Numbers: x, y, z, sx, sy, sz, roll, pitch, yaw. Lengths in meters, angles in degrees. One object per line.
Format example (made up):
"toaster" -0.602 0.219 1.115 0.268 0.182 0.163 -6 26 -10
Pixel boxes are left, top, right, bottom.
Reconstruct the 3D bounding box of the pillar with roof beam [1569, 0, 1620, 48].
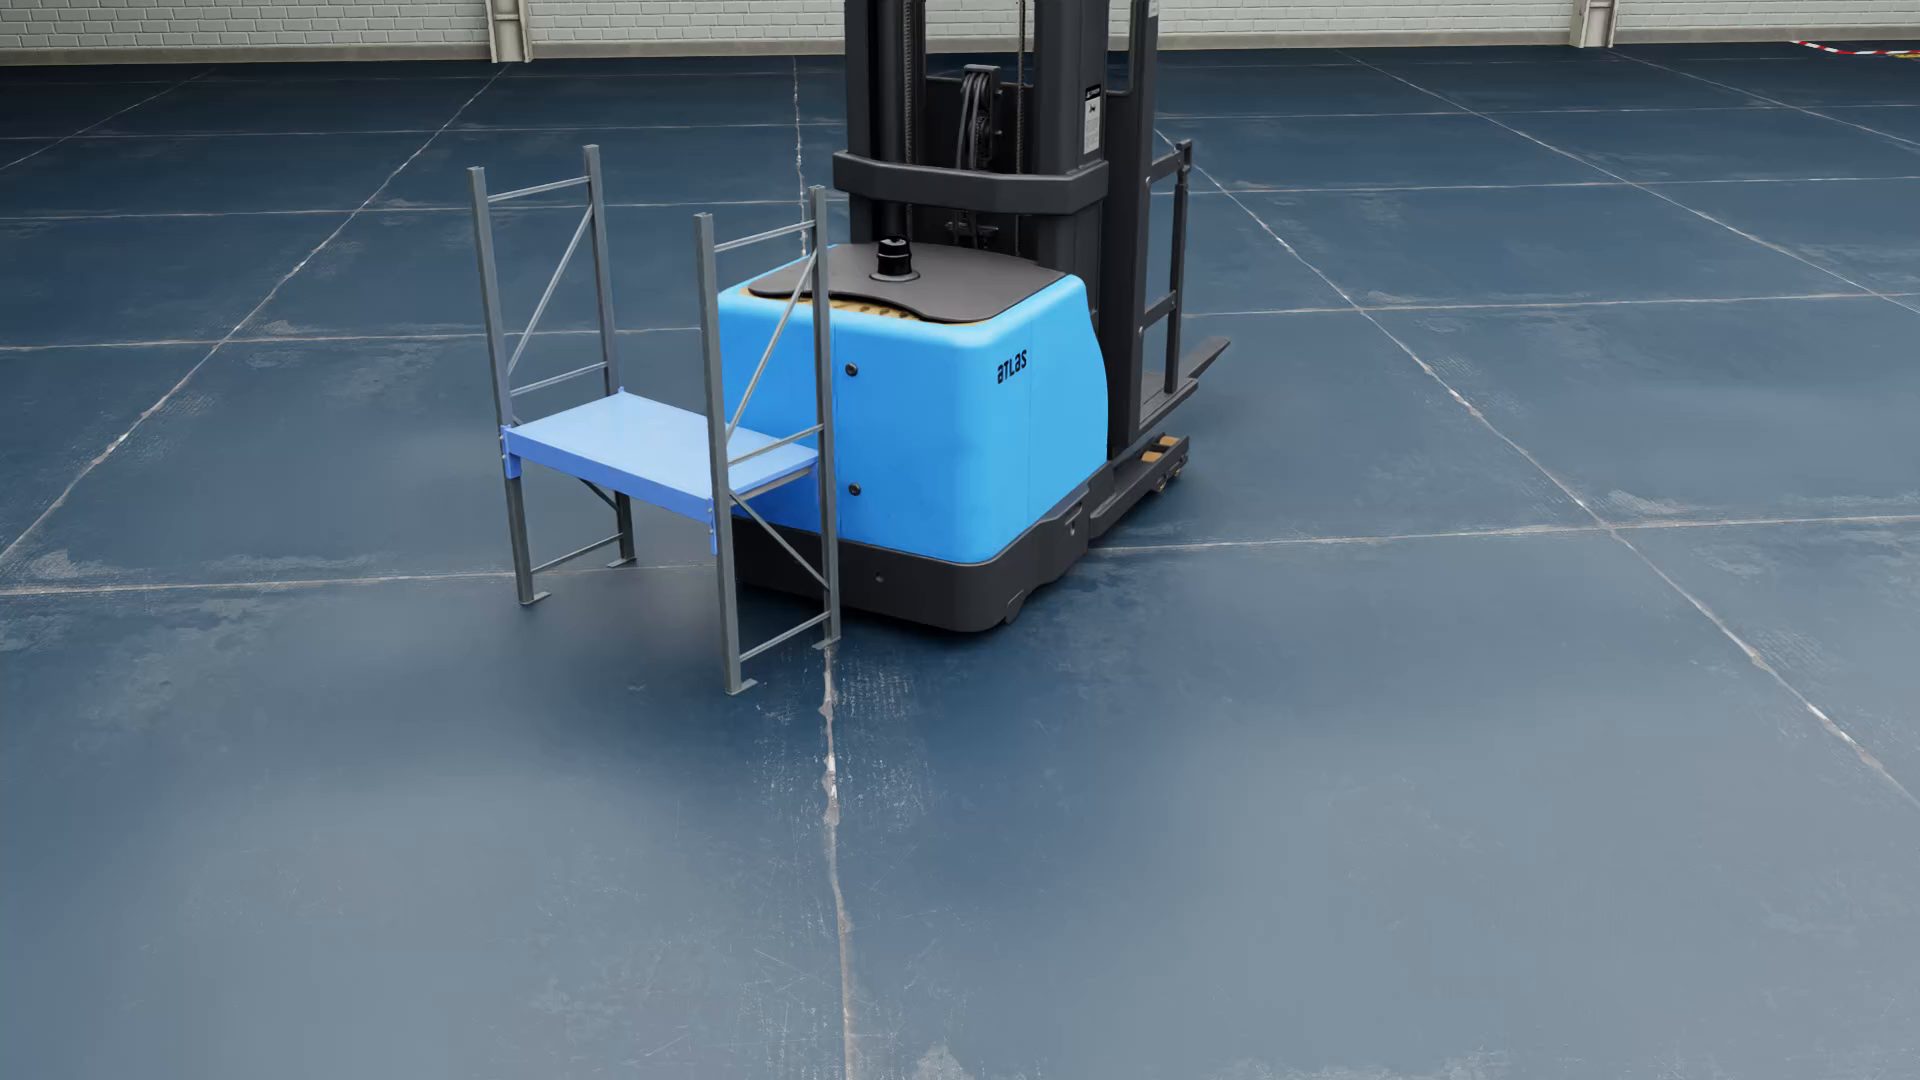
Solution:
"pillar with roof beam" 7.576 -7.986 13.137 0.400 9.000 9.100 -2 24 -5

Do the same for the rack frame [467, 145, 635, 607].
"rack frame" -1.358 -0.539 5.615 0.032 1.500 0.500 18 30 35

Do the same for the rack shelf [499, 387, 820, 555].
"rack shelf" -0.960 -0.246 5.398 1.000 0.185 0.538 18 30 35

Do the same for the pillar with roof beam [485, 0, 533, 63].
"pillar with roof beam" -4.365 -7.507 12.060 0.400 9.000 9.100 -2 24 -5

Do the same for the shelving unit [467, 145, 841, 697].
"shelving unit" -0.960 -0.410 5.325 1.048 1.500 0.538 18 30 35

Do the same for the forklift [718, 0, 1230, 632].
"forklift" 0.290 -1.603 6.248 1.130 2.935 3.031 12 26 24

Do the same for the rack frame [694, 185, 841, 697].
"rack frame" -0.563 -0.281 5.035 0.032 1.500 0.500 18 30 35
